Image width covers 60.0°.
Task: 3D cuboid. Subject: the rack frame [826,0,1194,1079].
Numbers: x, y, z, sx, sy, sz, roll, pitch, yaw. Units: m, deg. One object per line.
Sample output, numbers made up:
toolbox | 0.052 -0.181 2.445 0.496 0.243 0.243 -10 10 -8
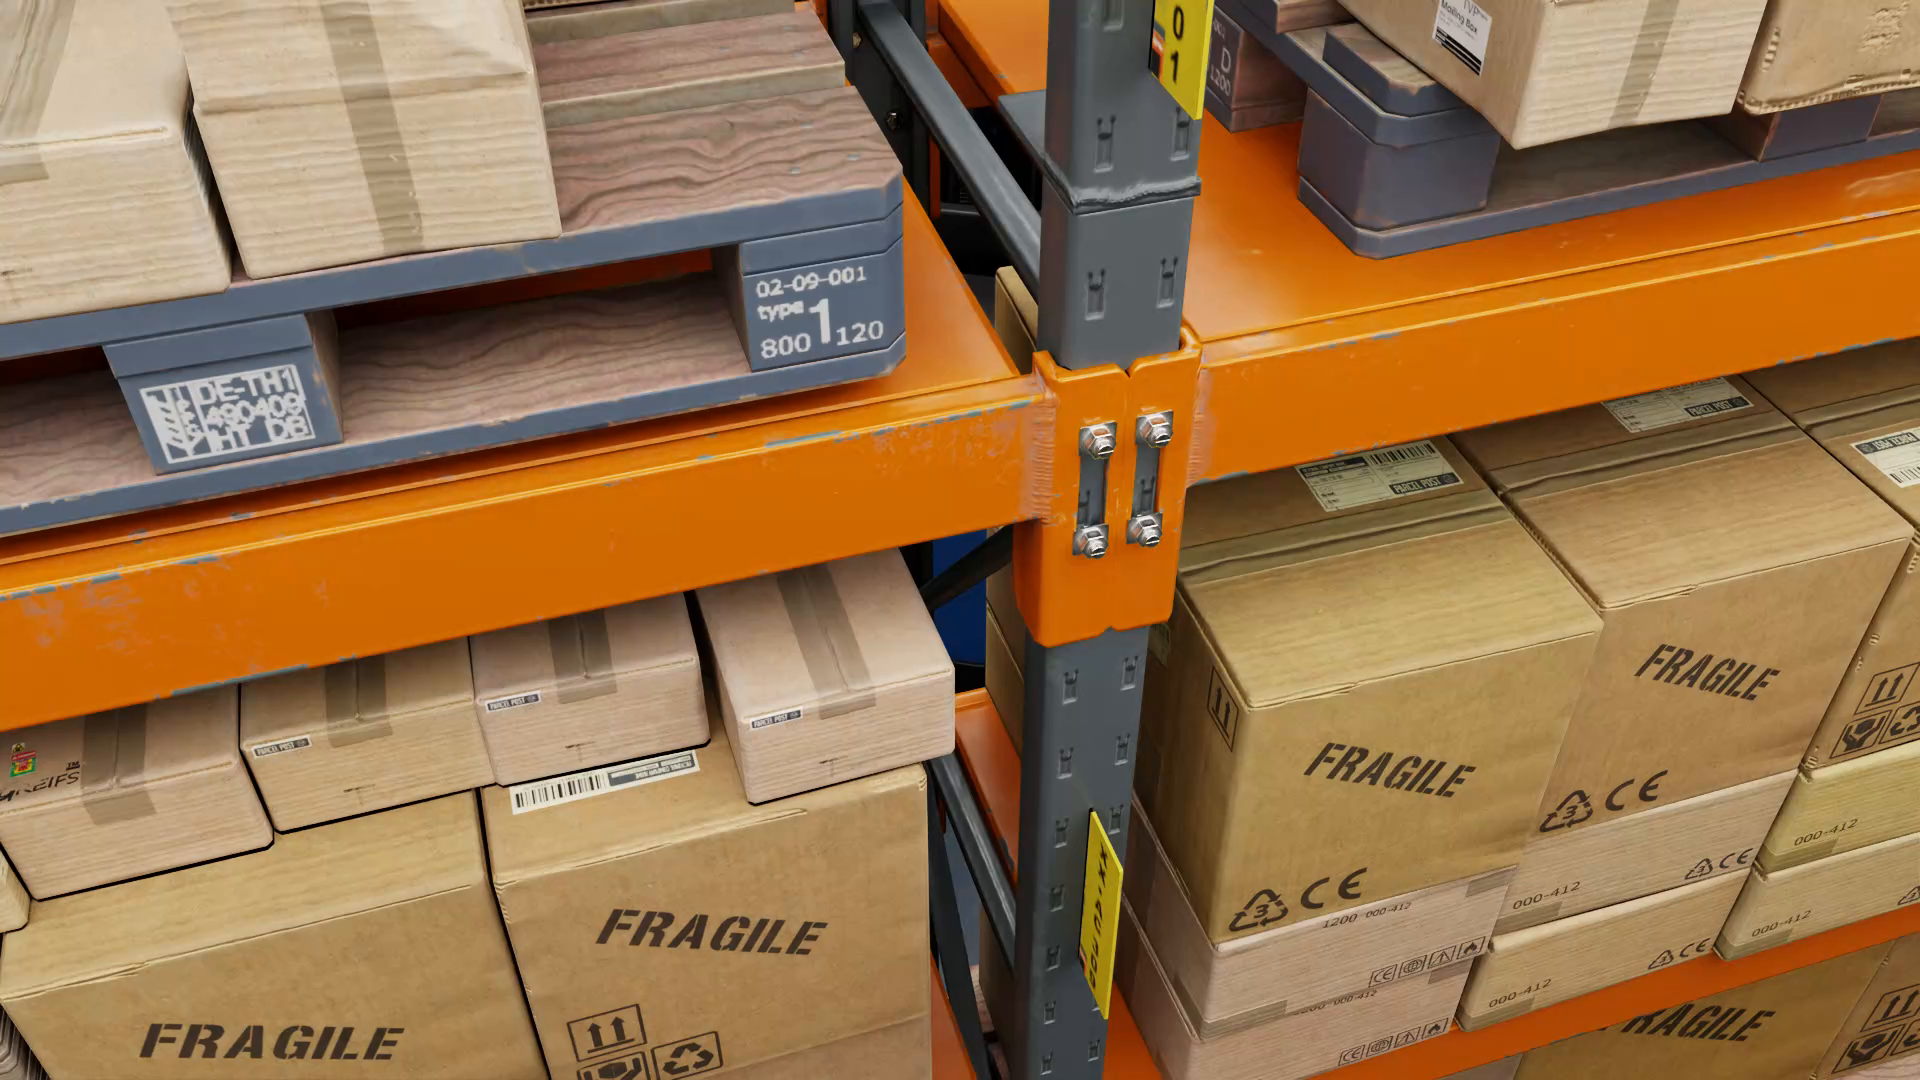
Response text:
rack frame | 0.015 0.505 2.892 0.127 3.000 1.000 -12 42 -13

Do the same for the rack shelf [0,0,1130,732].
rack shelf | -1.892 0.042 1.690 4.000 0.370 1.077 -12 42 -13

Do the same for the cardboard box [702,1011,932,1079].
cardboard box | -0.350 0.719 2.571 0.500 0.500 0.500 -11 42 -13

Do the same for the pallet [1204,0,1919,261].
pallet | 0.875 -0.765 2.211 1.217 0.209 0.805 -13 43 -15

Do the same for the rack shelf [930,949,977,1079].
rack shelf | -1.892 1.171 2.676 4.000 0.370 1.077 -12 42 -13

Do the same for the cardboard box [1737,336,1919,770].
cardboard box | 1.477 -0.031 2.670 0.500 0.500 0.500 -13 43 -14

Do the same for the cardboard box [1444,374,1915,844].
cardboard box | 0.998 0.066 2.558 0.500 0.500 0.500 -12 43 -13

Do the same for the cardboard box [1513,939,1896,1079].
cardboard box | 1.442 0.791 3.861 0.875 0.875 0.875 -11 42 -12

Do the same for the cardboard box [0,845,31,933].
cardboard box | -1.172 0.268 1.835 0.250 0.149 0.380 -12 43 -13

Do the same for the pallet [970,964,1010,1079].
pallet | 0.728 1.355 4.038 1.213 0.211 1.003 -12 42 -13

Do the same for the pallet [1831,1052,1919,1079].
pallet | 1.894 1.112 4.317 1.213 0.211 1.003 -12 42 -13

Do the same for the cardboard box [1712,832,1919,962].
cardboard box | 1.501 0.446 3.074 0.500 0.250 0.500 -12 43 -13

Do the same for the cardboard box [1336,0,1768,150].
cardboard box | 0.598 -0.611 1.673 0.258 0.266 0.396 -12 43 -13

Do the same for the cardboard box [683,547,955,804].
cardboard box | -0.183 0.107 2.019 0.250 0.149 0.380 -13 43 -14

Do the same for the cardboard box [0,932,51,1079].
cardboard box | -1.321 0.559 1.994 0.500 0.500 0.500 -11 42 -12

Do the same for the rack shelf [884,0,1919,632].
rack shelf | 1.923 -0.749 2.594 4.000 0.370 1.077 -12 42 -13

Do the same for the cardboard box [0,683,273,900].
cardboard box | -0.944 0.196 1.917 0.250 0.149 0.380 -12 43 -13

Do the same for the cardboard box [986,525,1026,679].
cardboard box | 0.363 0.133 3.051 0.500 0.250 0.500 -12 42 -13

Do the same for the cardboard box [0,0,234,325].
cardboard box | -0.750 -0.347 1.383 0.250 0.149 0.380 -11 42 -12

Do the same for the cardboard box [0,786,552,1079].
cardboard box | -0.838 0.452 2.116 0.500 0.500 0.500 -12 43 -14

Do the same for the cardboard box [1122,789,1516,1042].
cardboard box | 0.520 0.463 2.674 0.500 0.250 0.500 -13 43 -14

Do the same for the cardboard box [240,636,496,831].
cardboard box | -0.708 0.134 1.988 0.250 0.149 0.380 -12 42 -13

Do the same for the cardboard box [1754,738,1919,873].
cardboard box | 1.498 0.259 2.907 0.500 0.250 0.500 -11 42 -13

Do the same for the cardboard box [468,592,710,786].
cardboard box | -0.467 0.091 2.037 0.250 0.149 0.380 -11 42 -12

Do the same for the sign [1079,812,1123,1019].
sign | 0.183 0.497 2.183 0.005 0.325 0.100 -12 42 -13

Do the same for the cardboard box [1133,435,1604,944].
cardboard box | 0.521 0.184 2.423 0.500 0.500 0.500 -11 42 -13

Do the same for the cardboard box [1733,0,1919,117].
cardboard box | 0.943 -0.813 1.725 0.500 0.500 0.500 -12 43 -14

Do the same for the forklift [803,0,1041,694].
forklift | 0.120 -1.507 5.247 1.130 2.935 3.031 7 42 8

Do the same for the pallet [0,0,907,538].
pallet | -0.768 -0.436 1.757 1.213 0.211 1.003 -12 42 -13

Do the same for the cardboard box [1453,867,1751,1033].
cardboard box | 1.007 0.537 2.970 0.500 0.250 0.500 -13 43 -14

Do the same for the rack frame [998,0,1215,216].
rack frame | 0.015 -1.754 0.918 0.127 3.000 1.000 -12 42 -13

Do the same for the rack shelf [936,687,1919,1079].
rack shelf | 1.923 0.381 3.581 4.000 0.370 1.077 -12 42 -13

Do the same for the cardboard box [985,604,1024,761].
cardboard box | 0.367 0.315 3.224 0.500 0.250 0.500 -13 43 -14

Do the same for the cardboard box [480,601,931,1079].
cardboard box | -0.352 0.357 2.225 0.500 0.500 0.500 -12 43 -13

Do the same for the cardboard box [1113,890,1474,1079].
cardboard box | 0.514 0.640 2.851 0.500 0.250 0.500 -13 43 -14

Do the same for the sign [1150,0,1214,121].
sign | 0.183 -0.501 1.311 0.005 0.325 0.100 -12 42 -13
